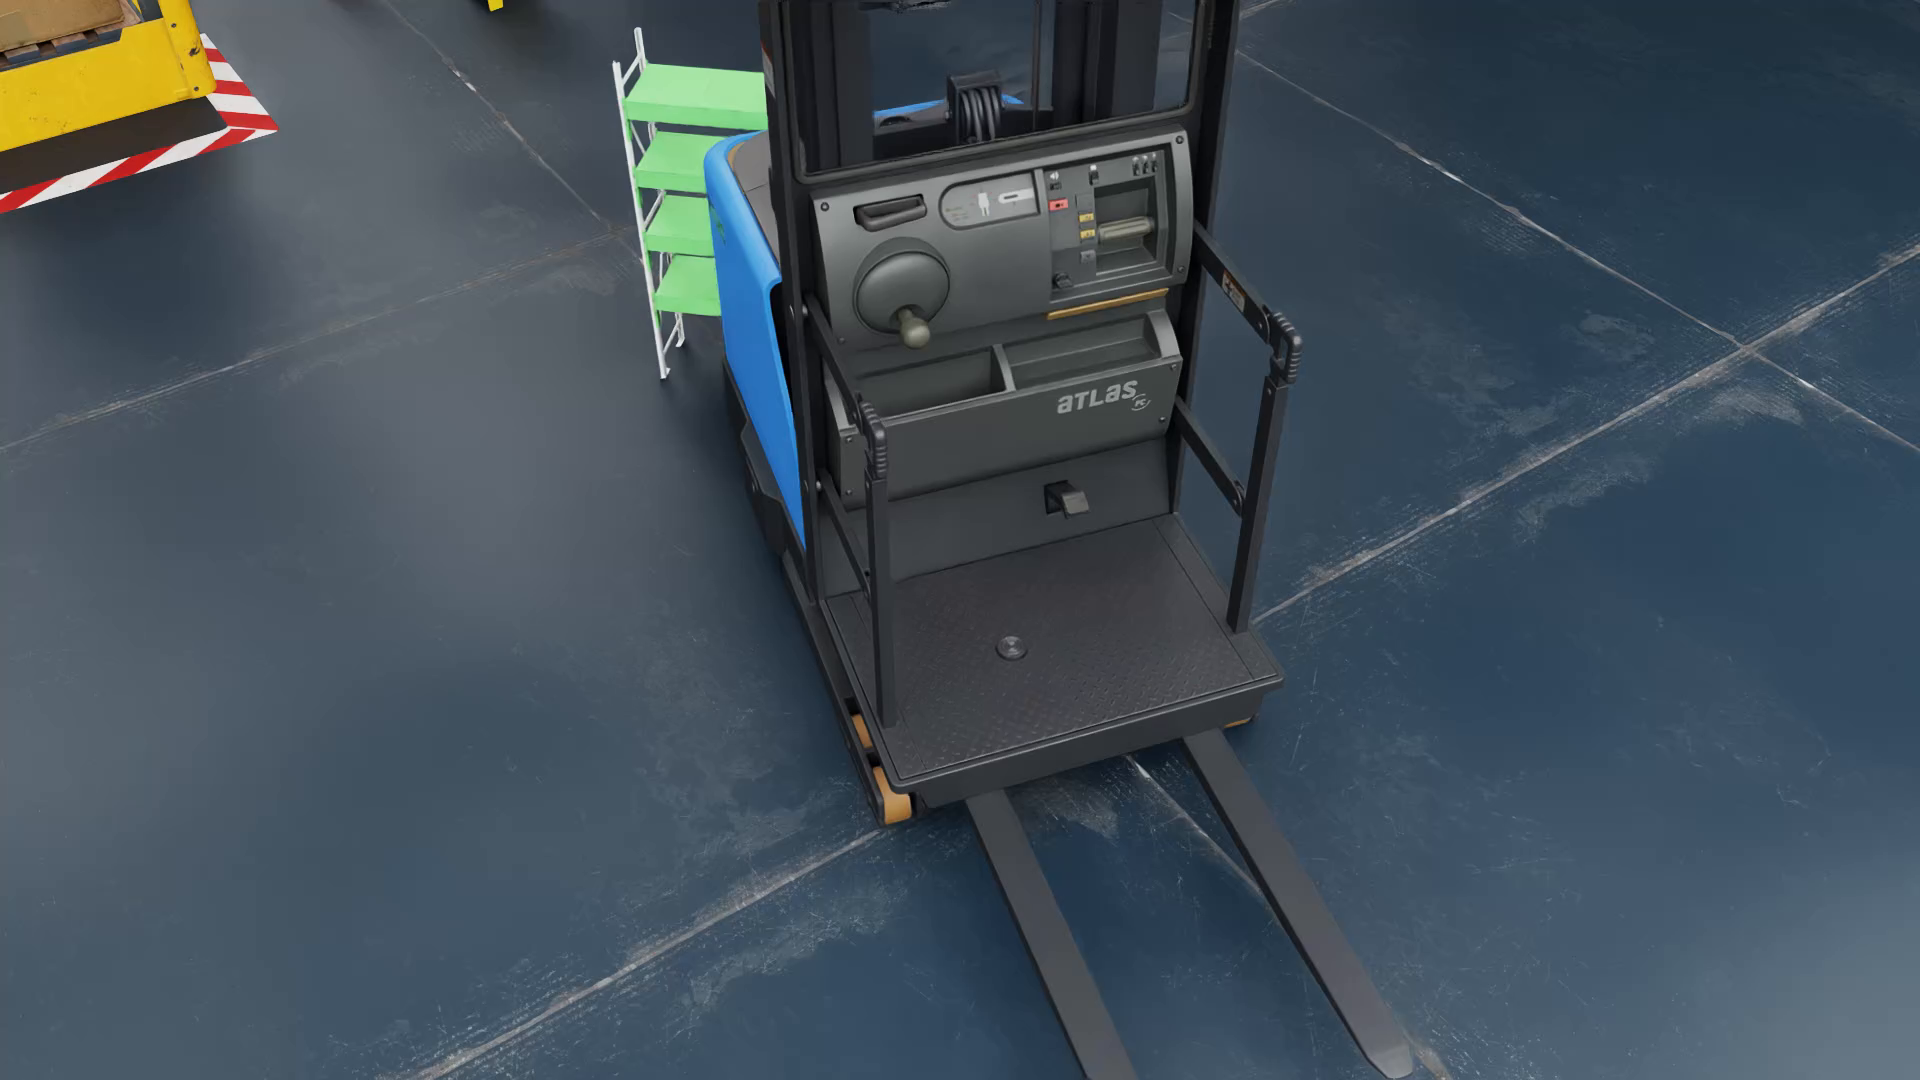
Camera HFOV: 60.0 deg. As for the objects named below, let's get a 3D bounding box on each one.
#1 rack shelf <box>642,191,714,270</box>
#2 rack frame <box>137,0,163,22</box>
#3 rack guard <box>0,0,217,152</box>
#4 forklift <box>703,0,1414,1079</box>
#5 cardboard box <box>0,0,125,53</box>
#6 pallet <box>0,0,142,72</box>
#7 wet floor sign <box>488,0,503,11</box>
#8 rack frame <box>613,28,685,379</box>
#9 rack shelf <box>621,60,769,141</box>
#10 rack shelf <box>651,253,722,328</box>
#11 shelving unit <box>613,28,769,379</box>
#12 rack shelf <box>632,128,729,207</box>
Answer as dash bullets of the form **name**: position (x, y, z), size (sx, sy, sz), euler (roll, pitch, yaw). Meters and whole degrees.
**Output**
- **rack shelf**: position (-0.781, -1.008, 5.530), size (0.480, 0.148, 0.258), euler (7, 44, 7)
- **rack frame**: position (-3.845, -2.941, 6.158), size (1.000, 3.000, 0.127), euler (-26, 49, -24)
- **rack guard**: position (-3.831, -2.023, 7.007), size (1.175, 0.500, 0.348), euler (-26, 49, -24)
- **forklift**: position (0.190, -0.626, 3.783), size (1.130, 2.935, 3.031), euler (-14, 45, -14)
- **cardboard box**: position (-4.287, -2.682, 7.122), size (0.875, 0.875, 0.875), euler (-25, 49, -24)
- **pallet**: position (-4.366, -2.354, 7.563), size (1.003, 0.211, 1.213), euler (-26, 49, -24)
- **wet floor sign**: position (-2.204, -2.855, 7.774), size (0.267, 0.644, 0.232), euler (-35, 53, -31)
- **rack frame**: position (-1.022, -1.082, 5.515), size (0.015, 1.200, 0.240), euler (7, 44, 7)
- **rack shelf**: position (-0.781, -1.356, 5.199), size (0.480, 0.148, 0.258), euler (7, 44, 7)
- **rack shelf**: position (-0.781, -0.835, 5.696), size (0.480, 0.148, 0.258), euler (7, 44, 7)
- **shelving unit**: position (-0.781, -1.055, 5.486), size (0.503, 1.200, 0.258), euler (7, 44, 7)
- **rack shelf**: position (-0.781, -1.182, 5.364), size (0.480, 0.148, 0.258), euler (7, 44, 7)
